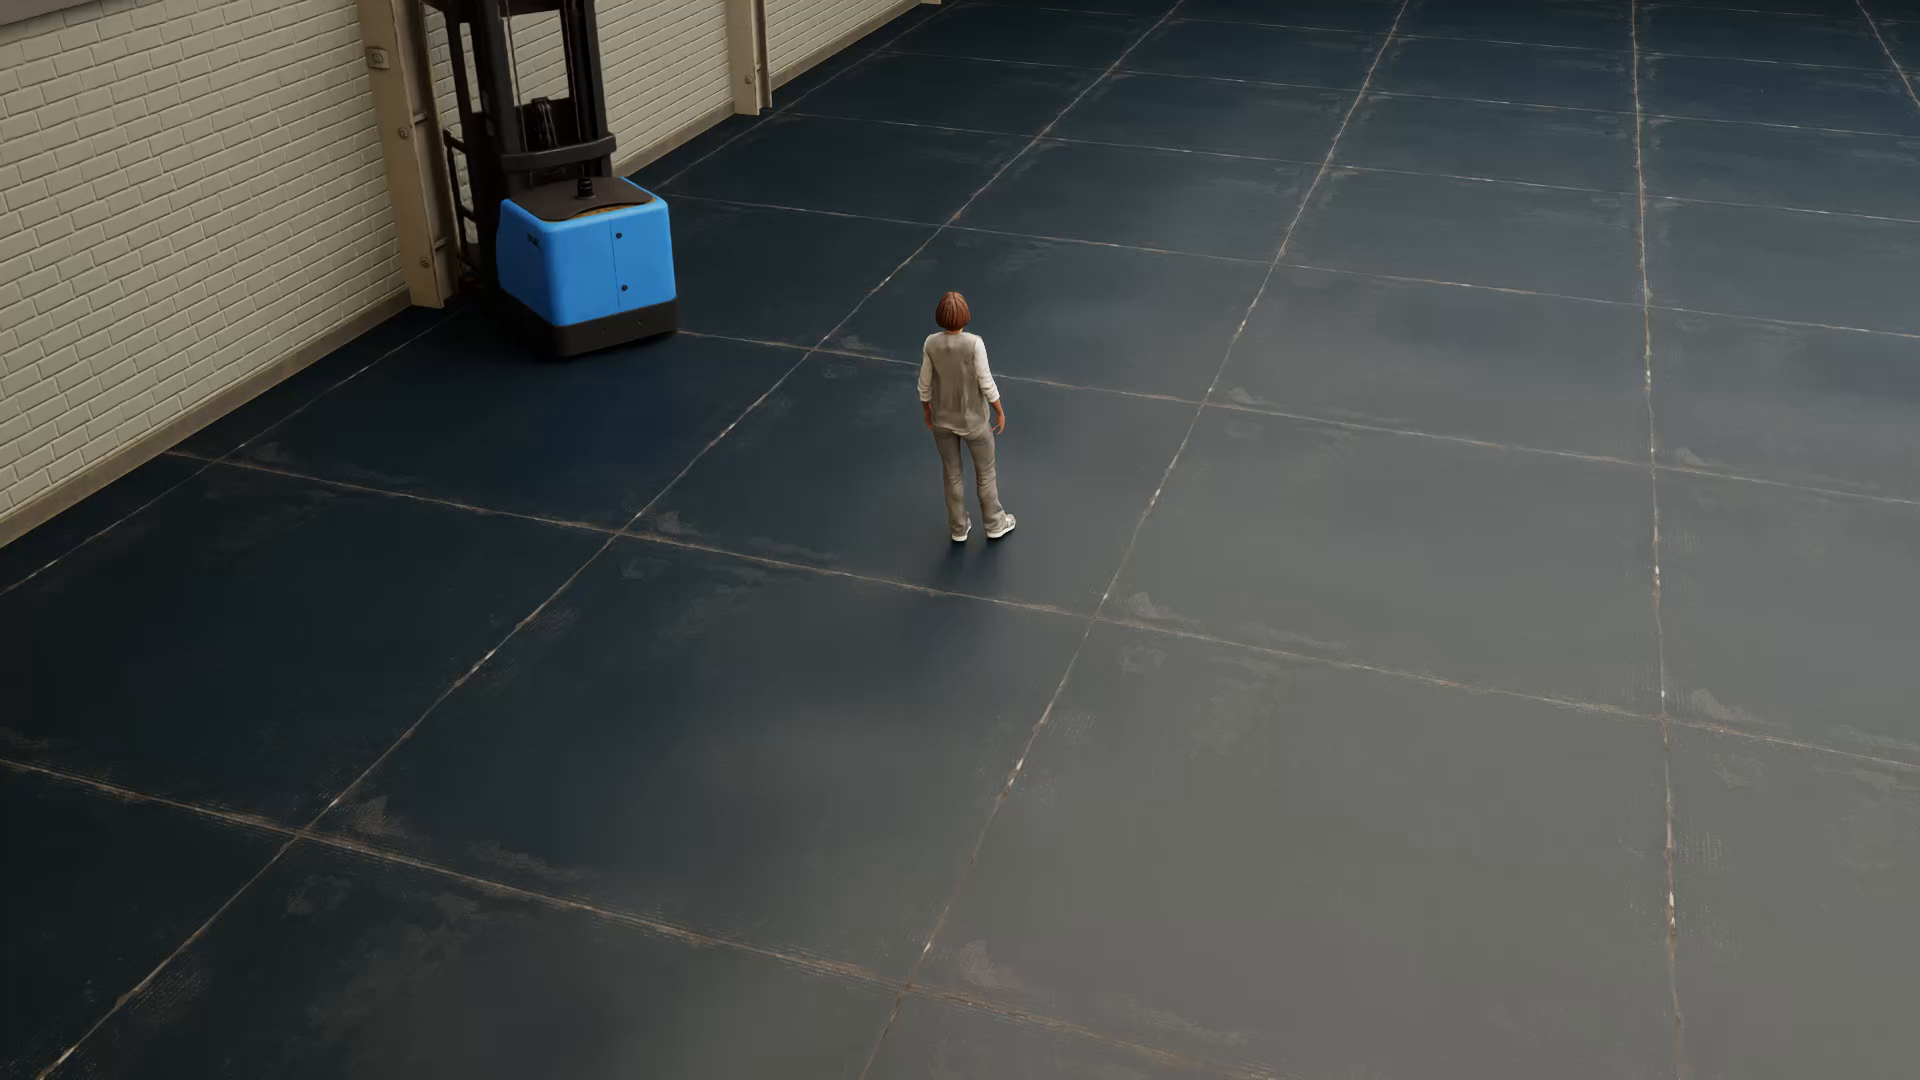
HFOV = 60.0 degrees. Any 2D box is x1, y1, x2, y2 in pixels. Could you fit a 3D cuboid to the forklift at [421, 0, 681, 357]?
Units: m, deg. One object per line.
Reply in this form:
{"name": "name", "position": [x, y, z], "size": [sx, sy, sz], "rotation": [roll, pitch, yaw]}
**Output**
{"name": "forklift", "position": [-3.434, -3.306, 12.936], "size": [1.130, 2.935, 3.031], "rotation": [-20, 35, -31]}

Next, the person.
{"name": "person", "position": [0.037, -0.732, 9.753], "size": [0.520, 1.597, 0.475], "rotation": [10, 31, 16]}
